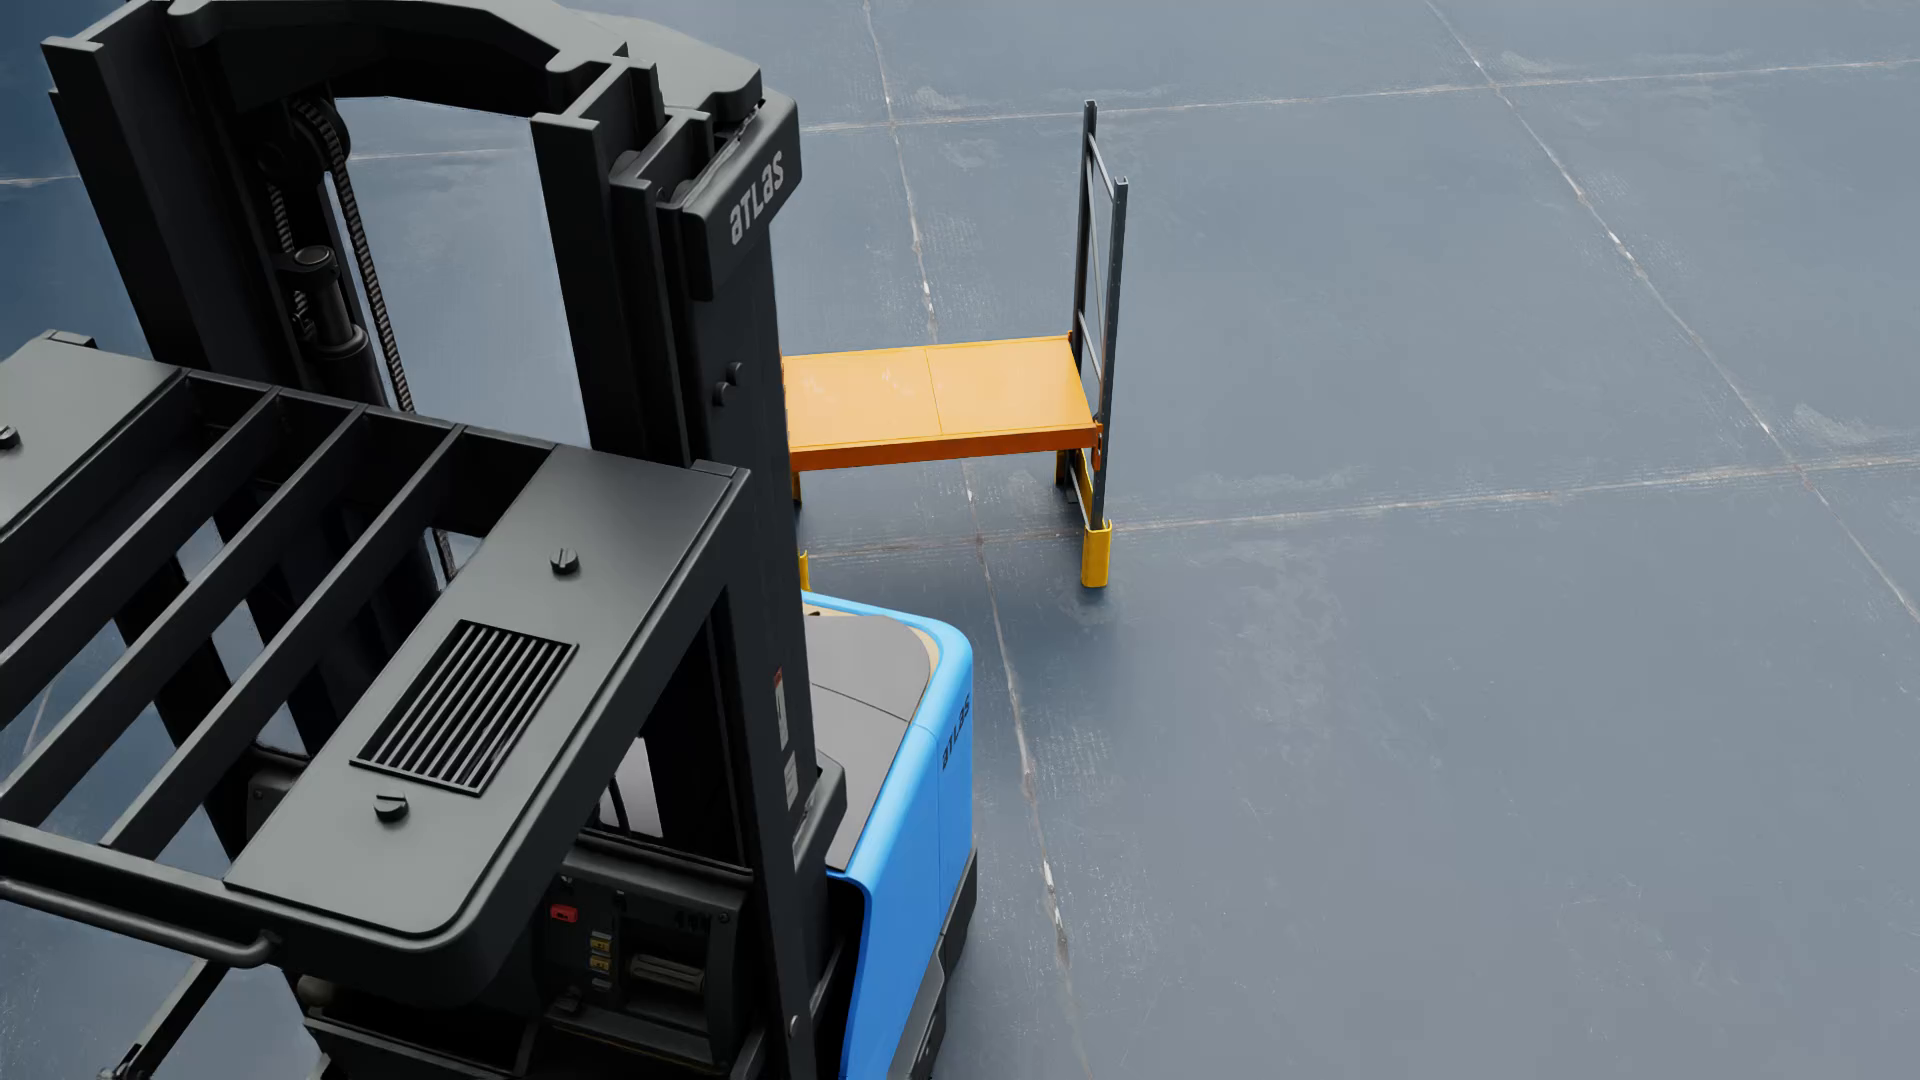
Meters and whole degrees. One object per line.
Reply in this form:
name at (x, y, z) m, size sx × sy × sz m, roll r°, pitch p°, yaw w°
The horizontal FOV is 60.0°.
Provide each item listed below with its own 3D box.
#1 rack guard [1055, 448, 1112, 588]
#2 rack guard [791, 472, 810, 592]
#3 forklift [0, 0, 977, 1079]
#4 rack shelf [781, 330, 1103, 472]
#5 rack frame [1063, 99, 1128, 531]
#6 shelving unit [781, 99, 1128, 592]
rack guard at (0.418, -0.129, 5.707) m, size 0.087 × 0.250 × 0.587 m, roll -5°, pitch 42°, yaw -6°
rack guard at (-0.569, -0.043, 5.611) m, size 0.087 × 0.250 × 0.587 m, roll -5°, pitch 42°, yaw -6°
forklift at (-0.874, 0.762, 2.717) m, size 1.130 × 2.935 × 3.031 m, roll 12°, pitch 43°, yaw 13°
rack shelf at (-0.085, -0.416, 5.360) m, size 1.000 × 0.185 × 0.538 m, roll -5°, pitch 42°, yaw -6°
rack frame at (0.419, -0.594, 5.288) m, size 0.032 × 1.500 × 0.500 m, roll -5°, pitch 42°, yaw -6°
shelving unit at (-0.076, -0.550, 5.240) m, size 1.083 × 1.500 × 0.587 m, roll -5°, pitch 42°, yaw -6°
